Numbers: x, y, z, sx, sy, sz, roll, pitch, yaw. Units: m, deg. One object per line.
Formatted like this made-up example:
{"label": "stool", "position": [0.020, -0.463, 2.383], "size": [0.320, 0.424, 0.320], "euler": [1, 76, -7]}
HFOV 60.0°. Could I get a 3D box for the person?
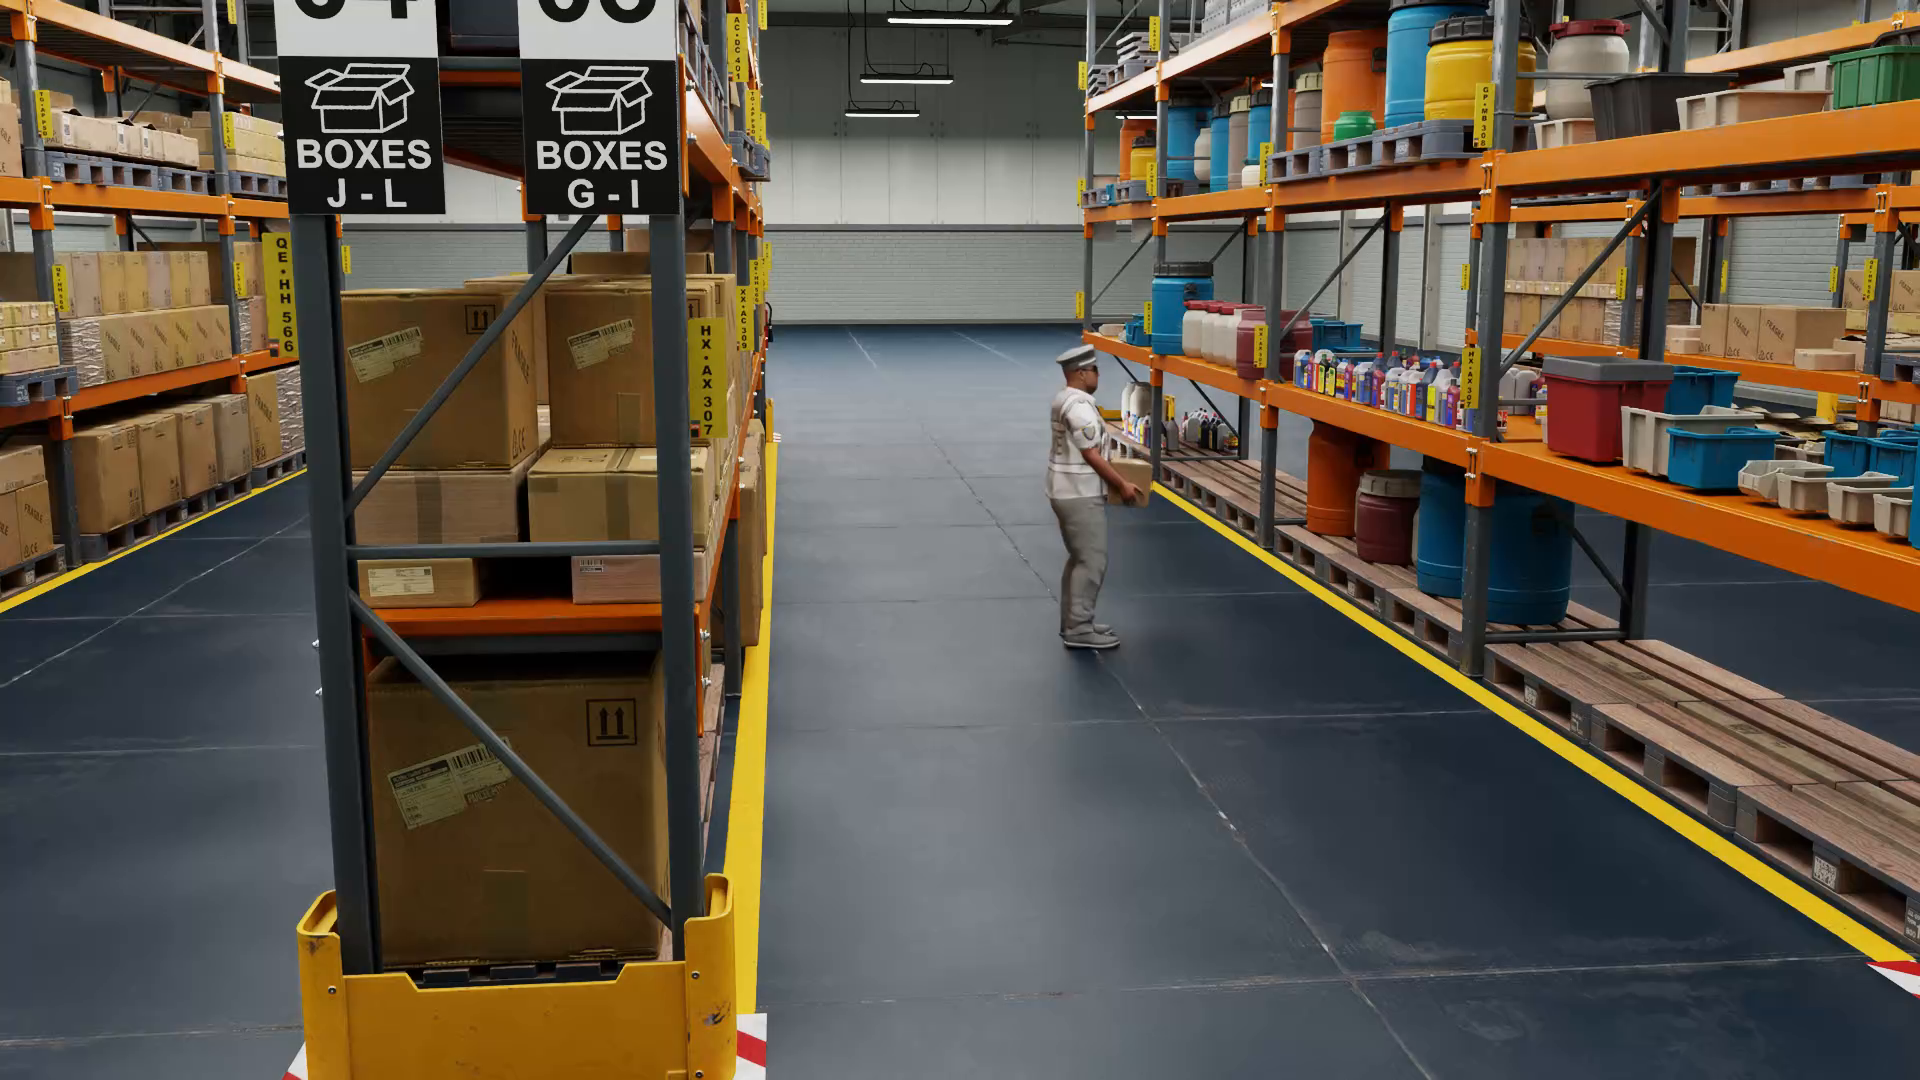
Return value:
{"label": "person", "position": [0.784, -0.269, 9.839], "size": [0.545, 1.775, 0.521], "euler": [-1, 10, -6]}
